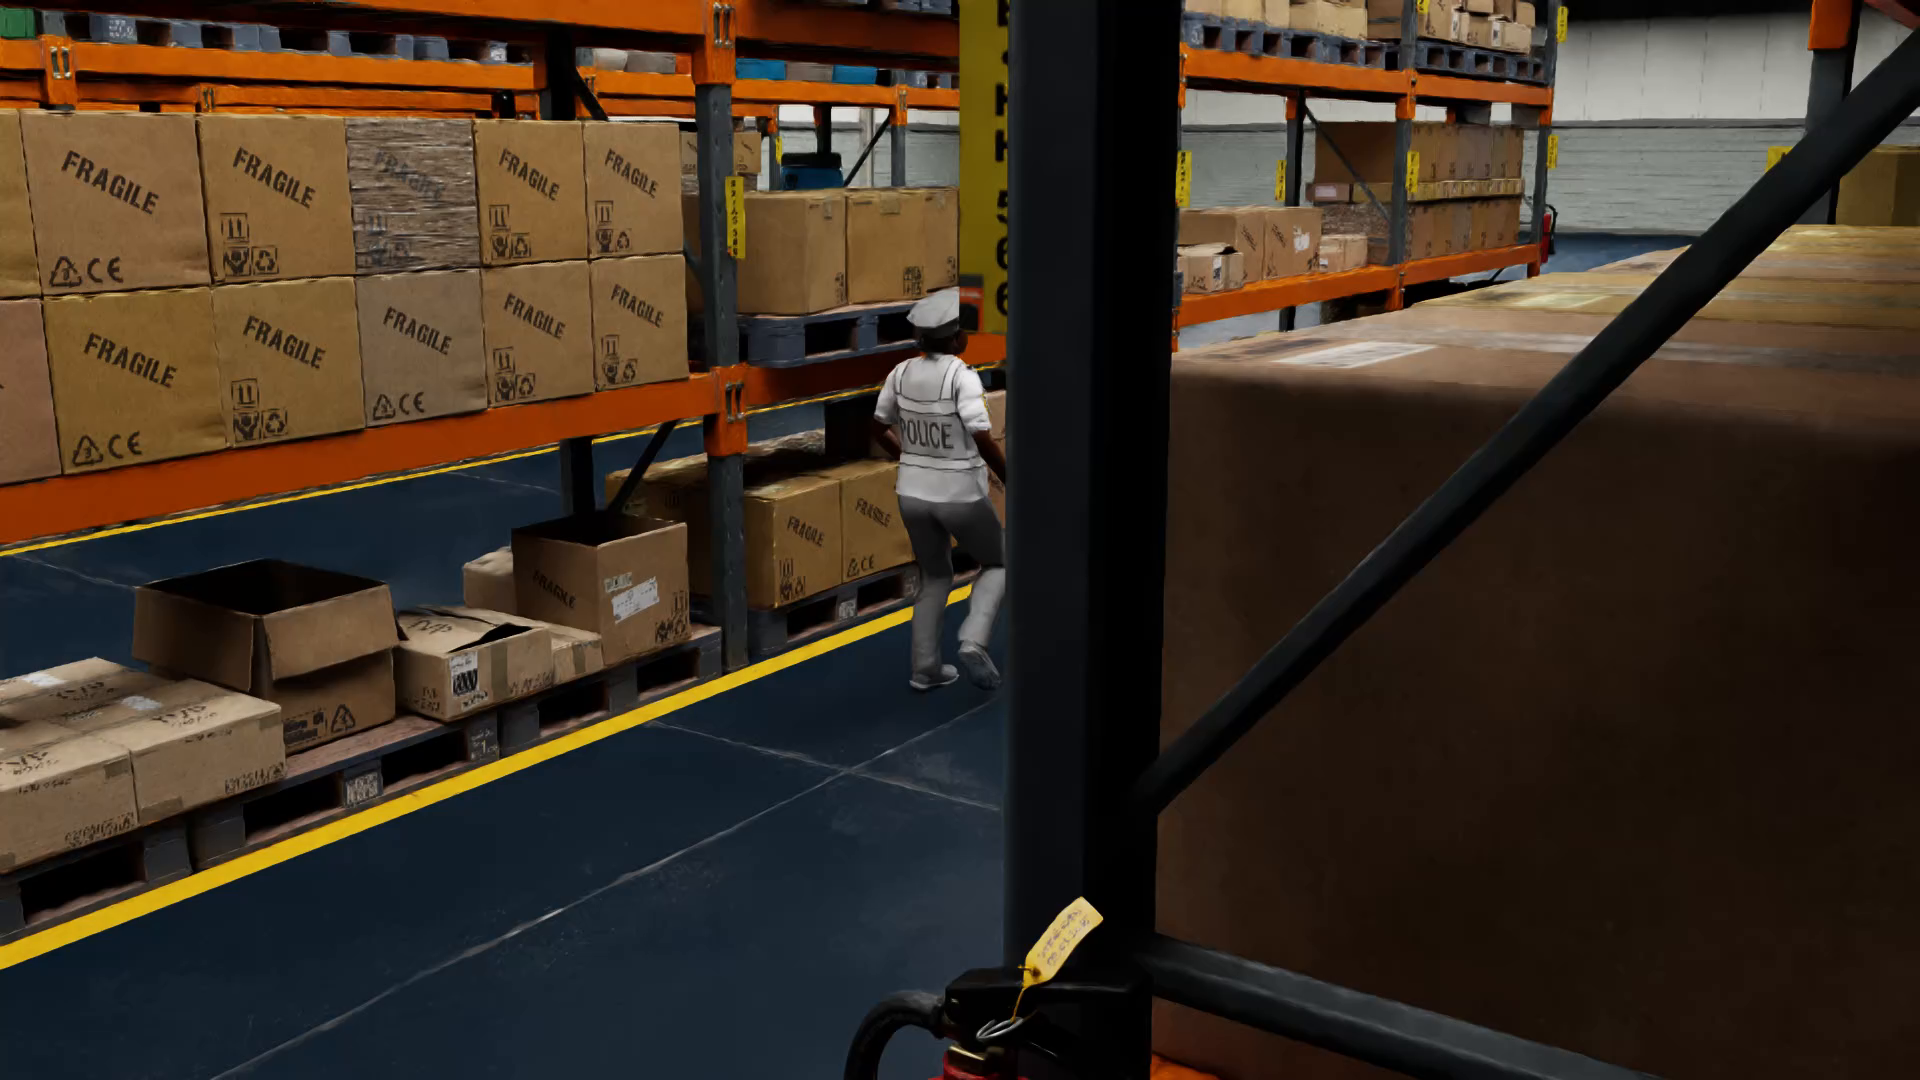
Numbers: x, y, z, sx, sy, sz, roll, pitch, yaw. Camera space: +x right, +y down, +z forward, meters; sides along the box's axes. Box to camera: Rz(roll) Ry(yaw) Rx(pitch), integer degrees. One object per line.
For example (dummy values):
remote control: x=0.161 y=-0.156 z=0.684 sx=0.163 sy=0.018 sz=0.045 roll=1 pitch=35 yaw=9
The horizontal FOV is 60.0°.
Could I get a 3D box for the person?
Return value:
person: x=-0.046 y=-0.188 z=6.798 sx=0.639 sy=1.672 sz=0.467 roll=7 pitch=15 yaw=28
